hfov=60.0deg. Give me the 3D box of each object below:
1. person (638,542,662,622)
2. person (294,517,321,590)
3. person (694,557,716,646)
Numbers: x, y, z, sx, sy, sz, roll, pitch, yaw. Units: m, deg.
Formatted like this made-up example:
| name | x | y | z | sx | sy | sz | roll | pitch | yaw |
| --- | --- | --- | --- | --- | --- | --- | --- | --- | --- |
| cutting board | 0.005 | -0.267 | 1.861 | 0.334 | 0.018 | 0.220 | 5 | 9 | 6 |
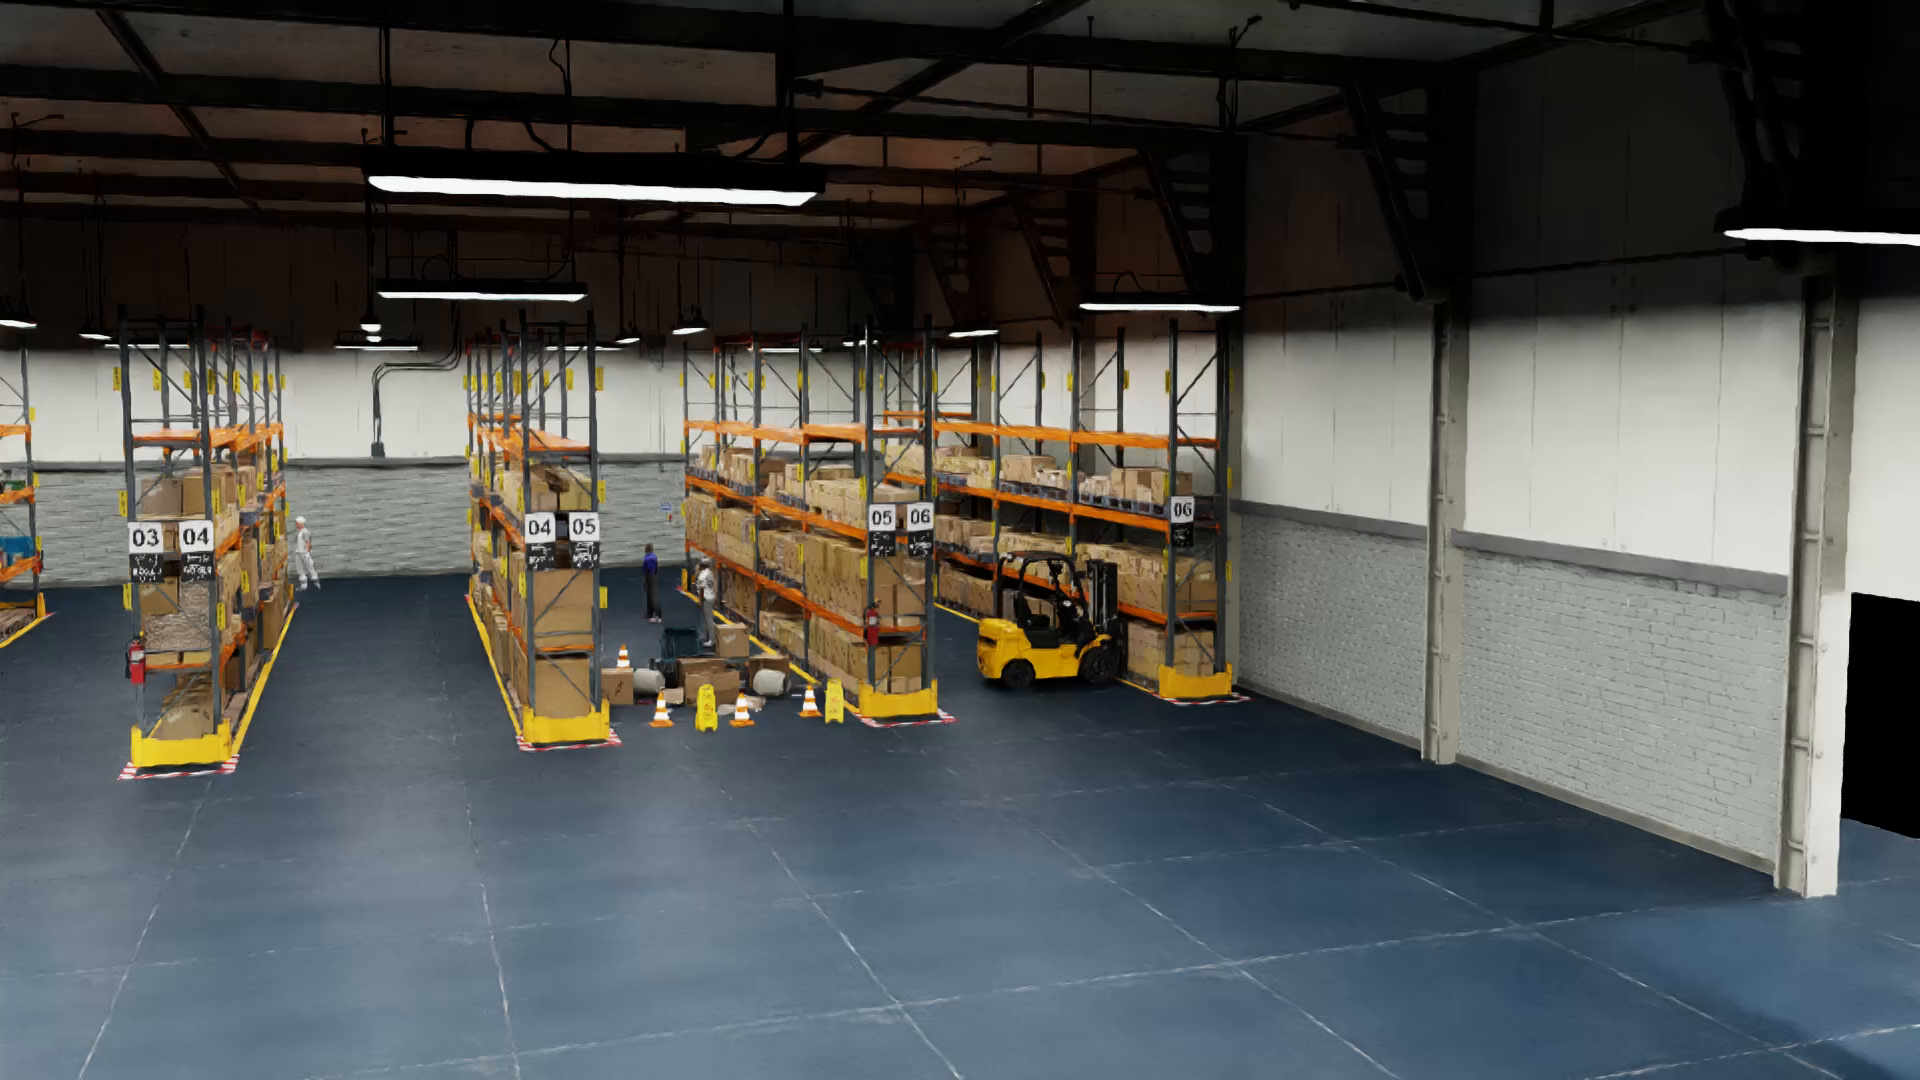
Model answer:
| name | x | y | z | sx | sy | sz | roll | pitch | yaw |
| --- | --- | --- | --- | --- | --- | --- | --- | --- | --- |
| person | -6.505 | 0.869 | 34.852 | 0.562 | 1.637 | 0.587 | 0 | 5 | 3 |
| person | -15.797 | 0.317 | 40.163 | 0.647 | 1.781 | 0.553 | 5 | 7 | 42 |
| person | -4.861 | 1.160 | 31.650 | 0.558 | 1.661 | 0.572 | 0 | 5 | 5 |
